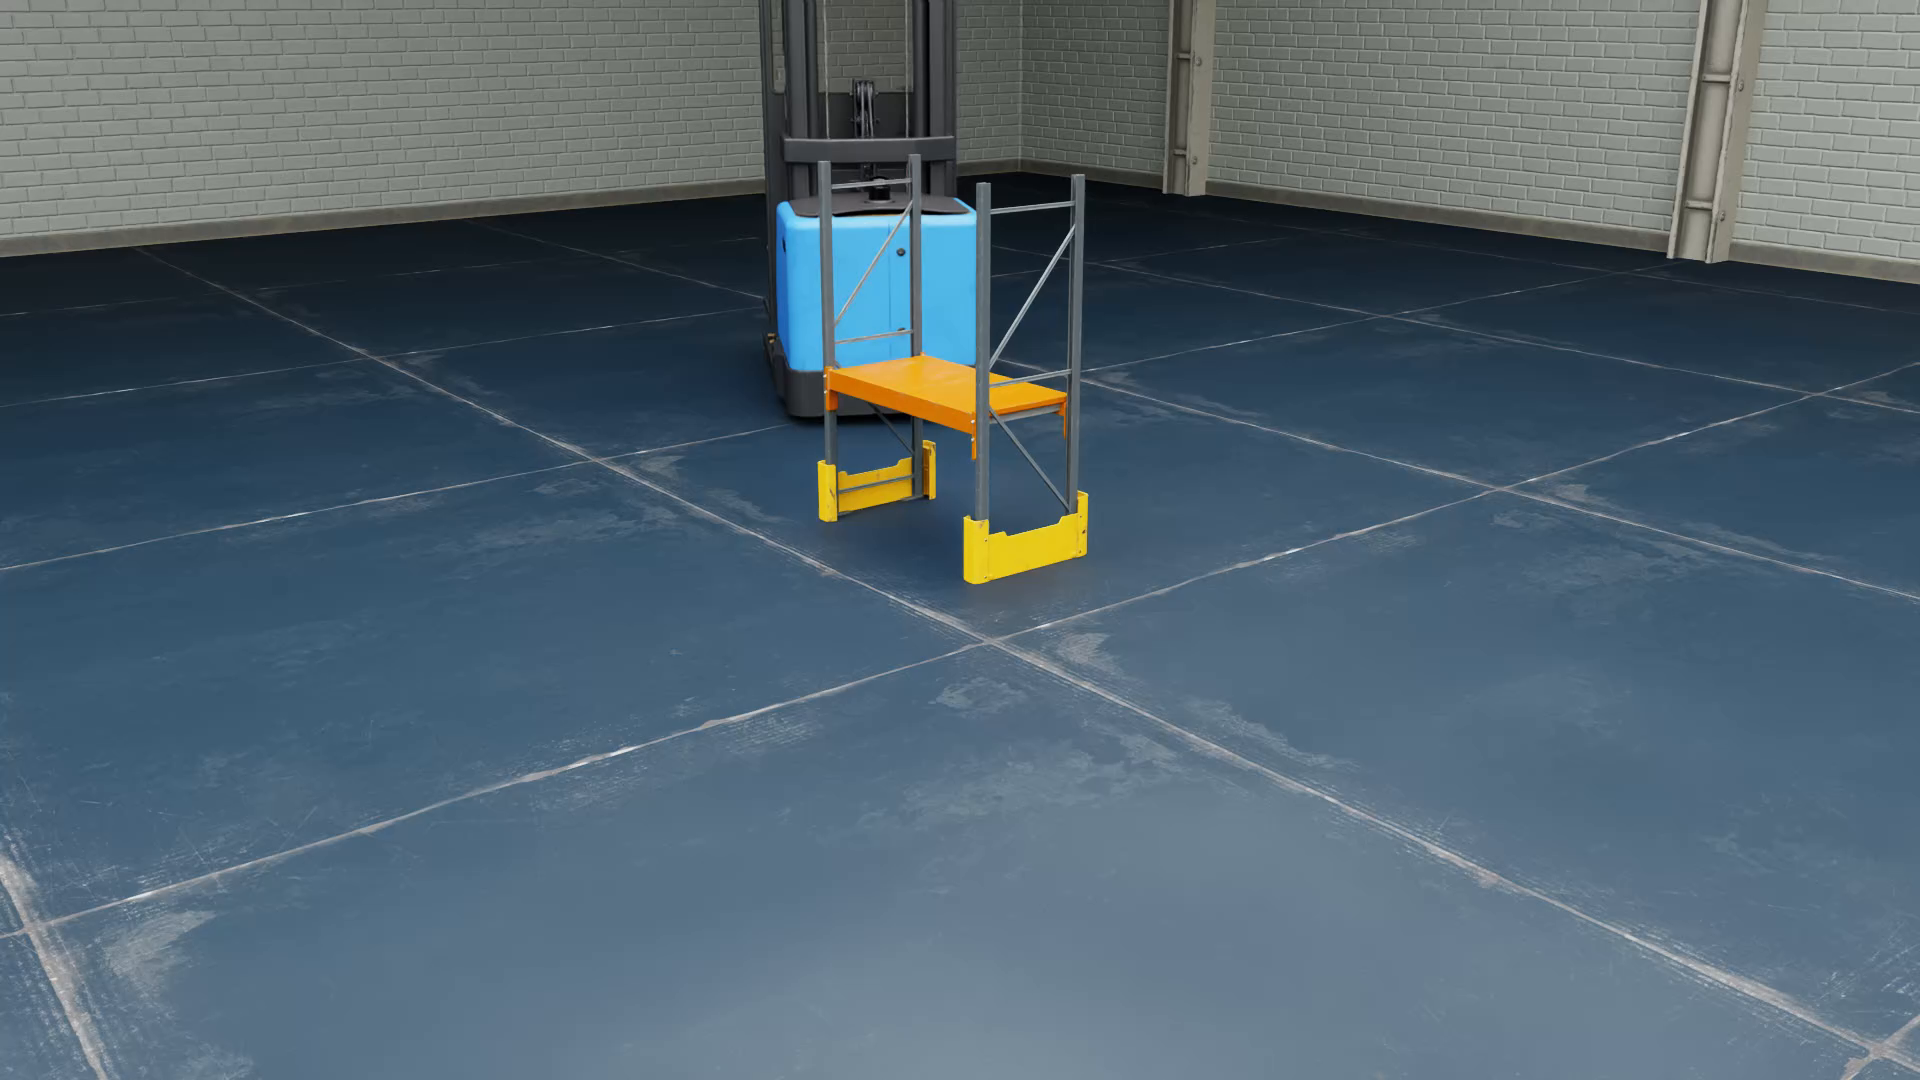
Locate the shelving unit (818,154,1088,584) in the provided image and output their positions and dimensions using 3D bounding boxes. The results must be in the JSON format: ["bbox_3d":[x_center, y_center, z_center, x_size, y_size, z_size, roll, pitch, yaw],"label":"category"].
[{"bbox_3d":[-0.047,-0.731,6.683,0.587,1.500,1.083,-14,23,-36],"label":"shelving unit"}]

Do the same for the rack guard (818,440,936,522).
[{"bbox_3d":[-0.357,-0.260,7.251,0.587,0.250,0.087,-14,23,-36],"label":"rack guard"}]

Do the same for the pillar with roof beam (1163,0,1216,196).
[{"bbox_3d":[-0.877,-7.282,14.537,9.100,9.000,0.400,-14,23,-36],"label":"pillar with roof beam"}]

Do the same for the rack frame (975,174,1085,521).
[{"bbox_3d":[0.263,-0.608,6.312,0.500,1.500,0.032,-14,23,-36],"label":"rack frame"}]

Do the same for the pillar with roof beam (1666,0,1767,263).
[{"bbox_3d":[2.848,-5.803,10.072,9.100,9.000,0.400,-14,23,-36],"label":"pillar with roof beam"}]

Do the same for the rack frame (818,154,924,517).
[{"bbox_3d":[-0.369,-0.858,7.069,0.500,1.500,0.032,-14,23,-36],"label":"rack frame"}]

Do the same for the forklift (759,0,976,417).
[{"bbox_3d":[-0.604,-2.445,9.583,1.130,2.935,3.031,-3,19,-9],"label":"forklift"}]

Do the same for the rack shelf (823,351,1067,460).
[{"bbox_3d":[-0.053,-0.562,6.747,0.538,0.185,1.000,-14,23,-36],"label":"rack shelf"}]

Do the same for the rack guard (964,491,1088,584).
[{"bbox_3d":[0.262,-0.015,6.509,0.587,0.250,0.087,-14,23,-36],"label":"rack guard"}]
